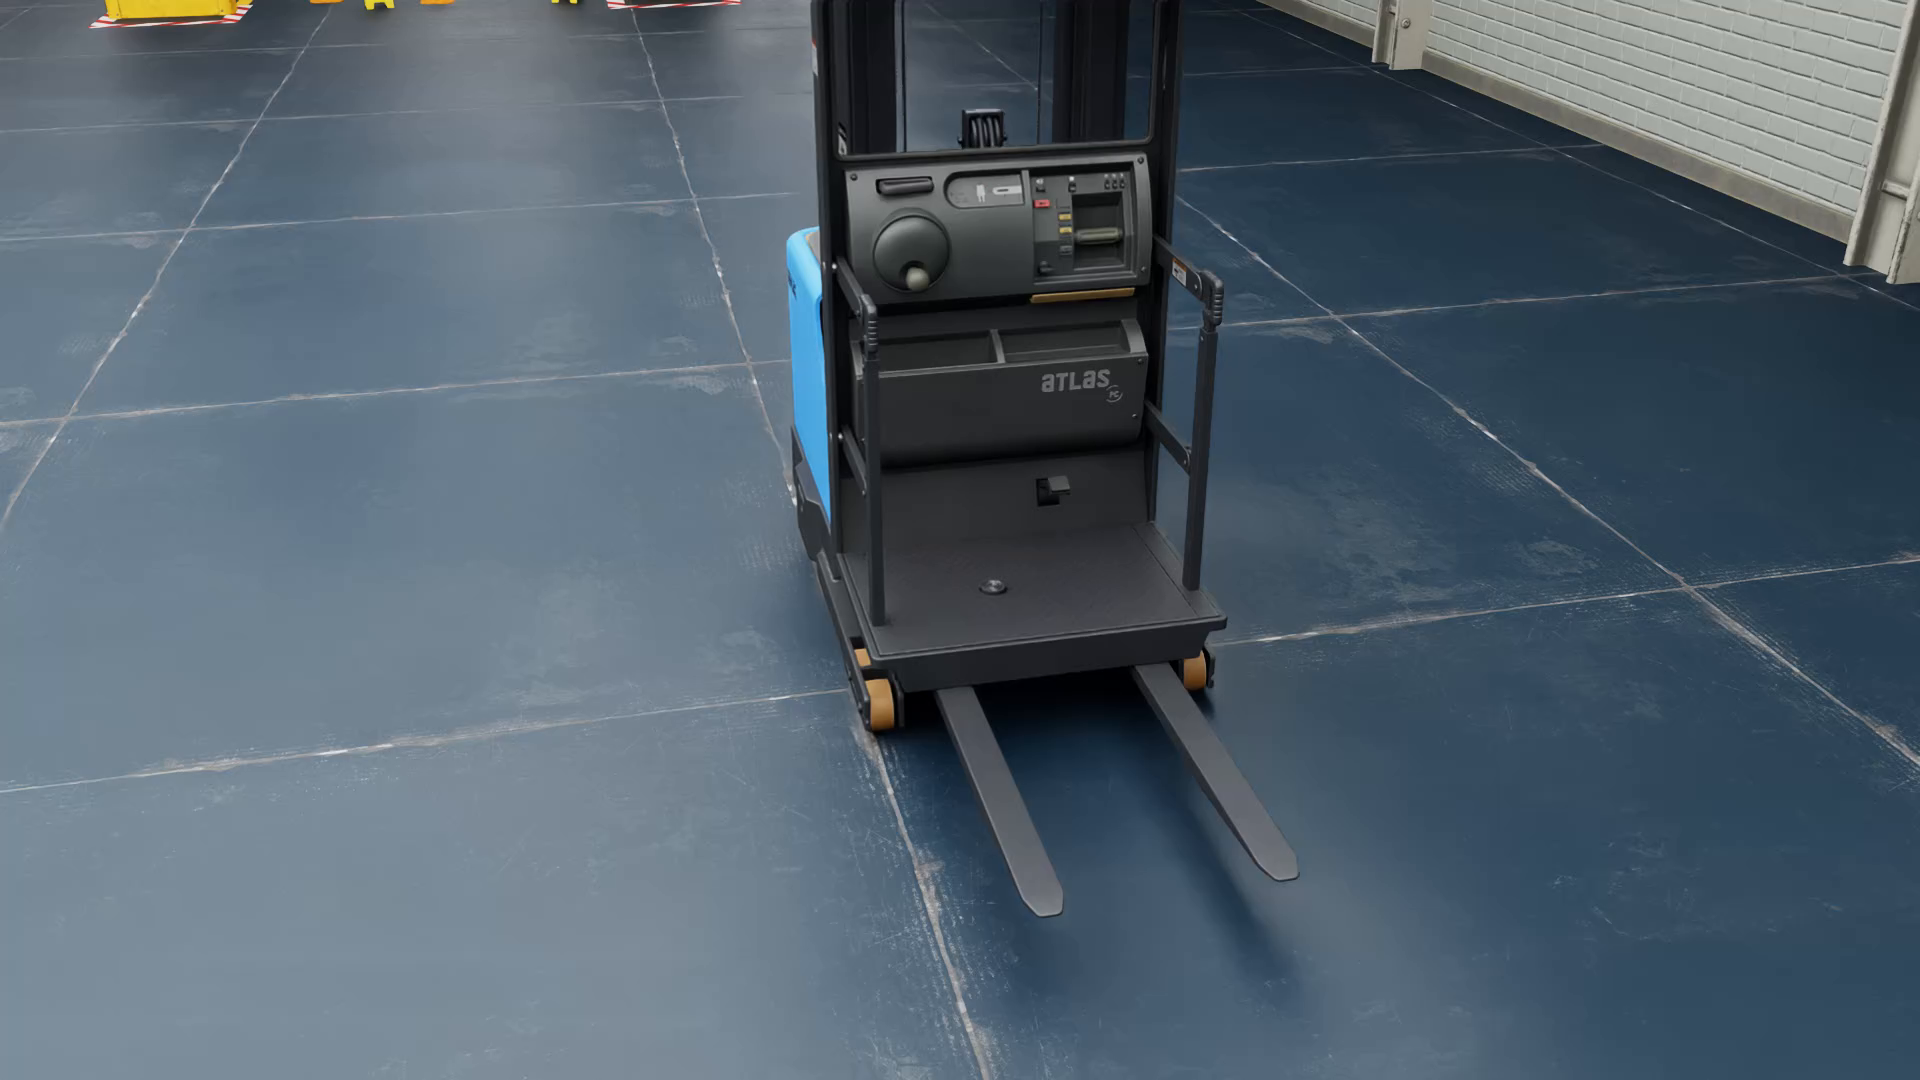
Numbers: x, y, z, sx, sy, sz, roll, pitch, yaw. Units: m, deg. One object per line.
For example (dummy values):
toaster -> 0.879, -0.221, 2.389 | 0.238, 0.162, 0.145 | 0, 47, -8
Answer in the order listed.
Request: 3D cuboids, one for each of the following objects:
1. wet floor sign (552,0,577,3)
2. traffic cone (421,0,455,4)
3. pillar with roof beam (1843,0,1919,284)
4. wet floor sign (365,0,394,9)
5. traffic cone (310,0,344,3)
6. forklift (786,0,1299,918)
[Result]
wet floor sign -> -4.115, -5.946, 17.314 | 0.267, 0.644, 0.232 | 3, 27, 6
traffic cone -> -5.474, -5.852, 17.331 | 0.336, 0.463, 0.334 | -6, 27, -12
pillar with roof beam -> 0.951, -5.065, 6.297 | 9.100, 9.000, 0.400 | -6, 27, -12
wet floor sign -> -5.979, -5.779, 16.984 | 0.267, 0.644, 0.232 | -11, 29, -20
traffic cone -> -6.651, -5.887, 17.399 | 0.336, 0.463, 0.334 | -6, 27, -12
forklift -> 0.174, -0.908, 4.796 | 1.130, 2.935, 3.031 | -6, 27, -12
